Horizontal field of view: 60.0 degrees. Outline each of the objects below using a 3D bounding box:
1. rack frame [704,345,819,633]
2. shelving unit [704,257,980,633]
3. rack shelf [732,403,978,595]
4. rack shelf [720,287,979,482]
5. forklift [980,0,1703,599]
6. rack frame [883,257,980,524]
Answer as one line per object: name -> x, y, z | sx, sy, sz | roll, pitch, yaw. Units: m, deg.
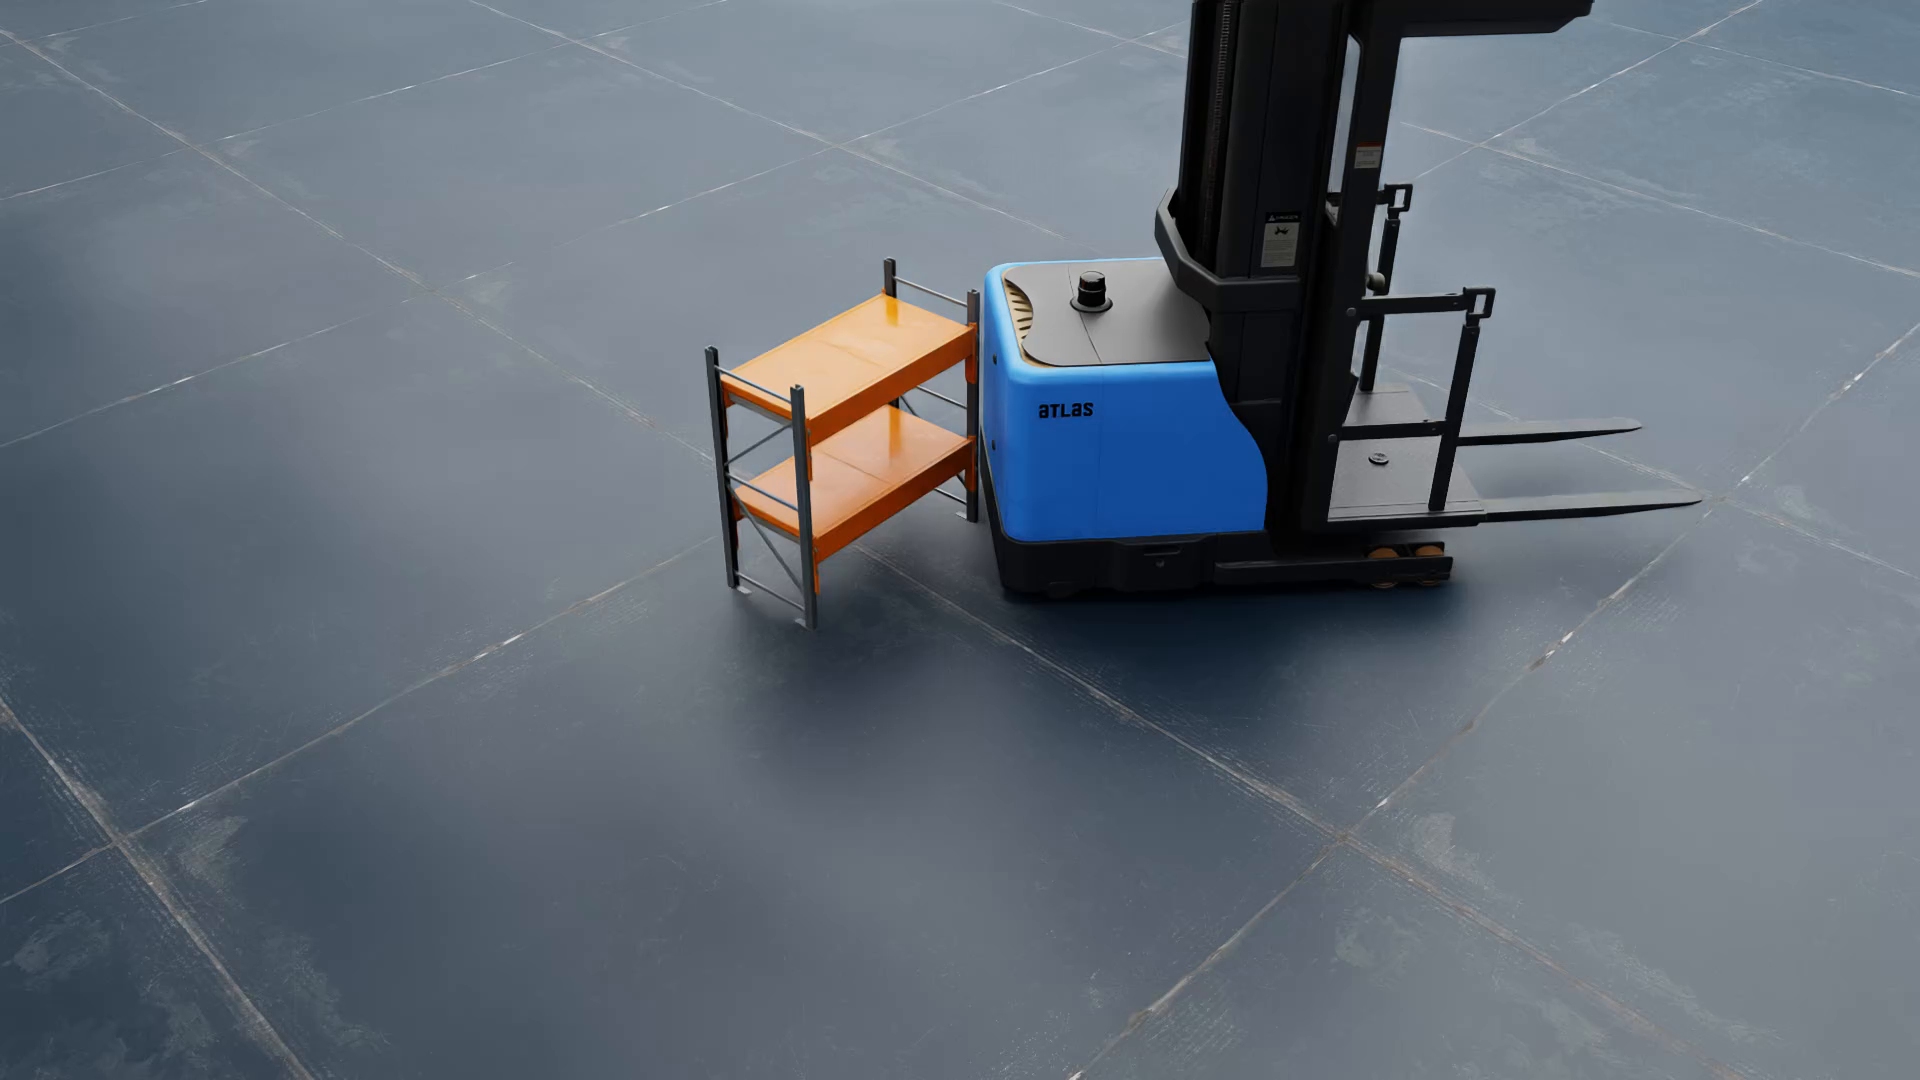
rack frame -> -0.773, -0.184, 6.531 | 0.500, 1.125, 0.032 | 26, 42, 32
shelving unit -> -0.446, -0.407, 6.851 | 0.538, 1.125, 1.048 | 26, 42, 32
rack shelf -> -0.446, -0.207, 6.991 | 0.538, 0.278, 1.000 | 26, 42, 32
rack shelf -> -0.446, -0.647, 6.683 | 0.538, 0.278, 1.000 | 26, 42, 32
forklift -> 1.638, -1.301, 6.553 | 3.031, 2.935, 1.130 | -3, 35, -4
rack frame -> -0.120, -0.630, 7.170 | 0.500, 1.125, 0.032 | 26, 42, 32
